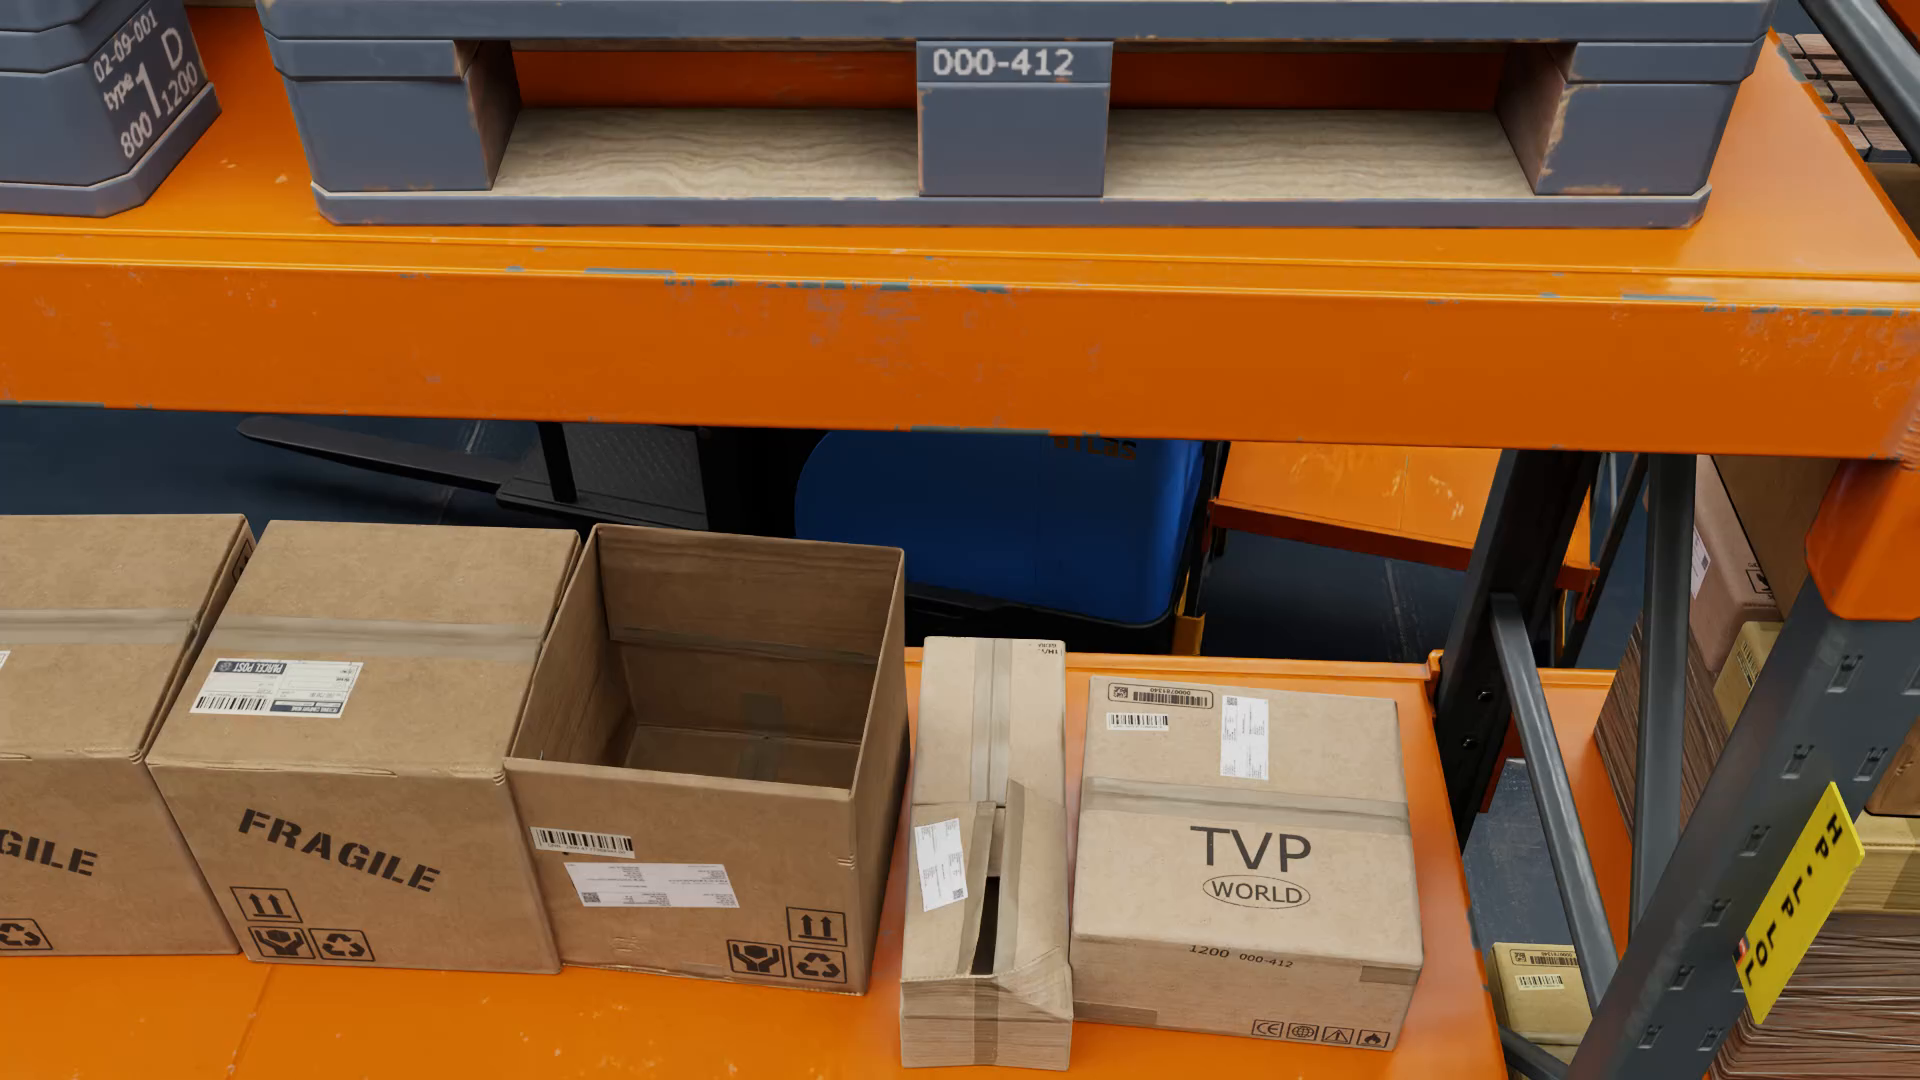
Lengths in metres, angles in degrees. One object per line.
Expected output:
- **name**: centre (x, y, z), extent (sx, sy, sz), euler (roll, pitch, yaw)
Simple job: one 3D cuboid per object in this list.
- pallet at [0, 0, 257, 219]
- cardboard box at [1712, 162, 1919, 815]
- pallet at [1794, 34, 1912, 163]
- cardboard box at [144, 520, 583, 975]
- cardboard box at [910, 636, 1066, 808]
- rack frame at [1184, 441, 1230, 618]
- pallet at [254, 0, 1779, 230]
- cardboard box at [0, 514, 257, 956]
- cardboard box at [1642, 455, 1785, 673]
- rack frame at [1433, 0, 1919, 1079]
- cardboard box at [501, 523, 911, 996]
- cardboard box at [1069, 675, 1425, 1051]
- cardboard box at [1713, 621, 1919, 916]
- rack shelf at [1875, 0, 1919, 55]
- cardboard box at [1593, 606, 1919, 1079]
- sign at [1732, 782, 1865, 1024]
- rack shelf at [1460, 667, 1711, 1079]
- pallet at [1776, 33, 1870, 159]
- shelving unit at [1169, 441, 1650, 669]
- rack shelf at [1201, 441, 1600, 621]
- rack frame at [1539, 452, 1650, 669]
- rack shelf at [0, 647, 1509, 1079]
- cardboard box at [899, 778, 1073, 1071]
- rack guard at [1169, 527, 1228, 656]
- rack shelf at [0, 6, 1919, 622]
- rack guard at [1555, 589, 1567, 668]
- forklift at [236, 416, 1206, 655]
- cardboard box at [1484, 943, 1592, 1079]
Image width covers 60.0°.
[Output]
- **pallet**: centre (-1.267, -0.732, 1.773), extent (1.213, 0.211, 1.003), euler (4, 43, 4)
- **cardboard box**: centre (1.373, -0.075, 2.104), extent (0.500, 0.500, 0.700), euler (2, 43, 2)
- **pallet**: centre (4.263, -1.801, 7.029), extent (1.213, 0.211, 1.003), euler (2, 43, 2)
- **cardboard box**: centre (-0.864, 0.324, 2.628), extent (0.500, 0.500, 0.500), euler (2, 43, 2)
- **cardboard box**: centre (0.053, 0.353, 2.855), extent (0.250, 0.149, 0.380), euler (2, 43, 2)
- **rack frame**: centre (0.713, -0.339, 4.513), extent (0.032, 1.500, 0.500), euler (11, 44, 11)
- **pallet**: centre (0.048, -0.619, 1.653), extent (1.217, 0.209, 0.805), euler (0, 43, 0)
- **cardboard box**: centre (-1.390, 0.308, 2.645), extent (0.500, 0.500, 0.500), euler (0, 43, 0)
- **cardboard box**: centre (1.211, 0.016, 2.483), extent (0.250, 0.149, 0.380), euler (2, 43, 2)
- **rack frame**: centre (0.929, 0.427, 2.591), extent (0.127, 3.000, 1.000), euler (2, 43, 2)
- **cardboard box**: centre (-0.363, 0.340, 2.611), extent (0.500, 0.500, 0.500), euler (5, 43, 5)
- **cardboard box**: centre (0.435, 0.497, 2.626), extent (0.500, 0.250, 0.500), euler (4, 43, 5)
- **cardboard box**: centre (1.189, 0.293, 2.185), extent (0.250, 0.149, 0.380), euler (2, 43, 2)
- **rack shelf**: centre (2.927, -0.346, 1.748), extent (4.000, 0.370, 1.077), euler (2, 43, 2)
- **cardboard box**: centre (1.373, 0.400, 2.547), extent (0.500, 0.500, 0.700), euler (1, 43, 1)
- **sign**: centre (0.915, 0.402, 1.826), extent (0.005, 0.325, 0.100), euler (2, 43, 2)
- **rack shelf**: centre (2.927, 0.752, 2.770), extent (4.000, 0.370, 1.077), euler (2, 43, 2)
- **pallet**: centre (3.047, -1.841, 7.071), extent (1.213, 0.211, 1.003), euler (2, 43, 2)
- **shelving unit**: centre (1.195, -0.249, 4.417), extent (1.083, 1.500, 0.587), euler (11, 44, 11)
- **rack shelf**: centre (1.204, -0.116, 4.538), extent (1.000, 0.185, 0.538), euler (11, 44, 11)
- **rack frame**: centre (1.694, -0.156, 4.317), extent (0.032, 1.500, 0.500), euler (11, 44, 11)
- **rack shelf**: centre (-1.069, 0.629, 2.902), extent (4.000, 0.370, 1.077), euler (2, 43, 2)
- **cardboard box**: centre (0.043, 0.574, 2.531), extent (0.258, 0.266, 0.396), euler (1, 43, 1)
- **rack guard**: centre (0.715, 0.119, 4.939), extent (0.087, 0.250, 0.587), euler (11, 44, 11)
- **rack shelf**: centre (-1.069, -0.469, 1.879), extent (4.000, 0.370, 1.077), euler (2, 43, 2)
- **rack guard**: centre (1.675, 0.298, 4.747), extent (0.087, 0.250, 0.587), euler (11, 44, 11)
- **forklift**: centre (-0.764, -1.206, 4.395), extent (3.031, 2.935, 1.130), euler (11, 44, 11)
- **cardboard box**: centre (1.402, 1.145, 3.529), extent (0.500, 0.250, 0.500), euler (2, 43, 2)
